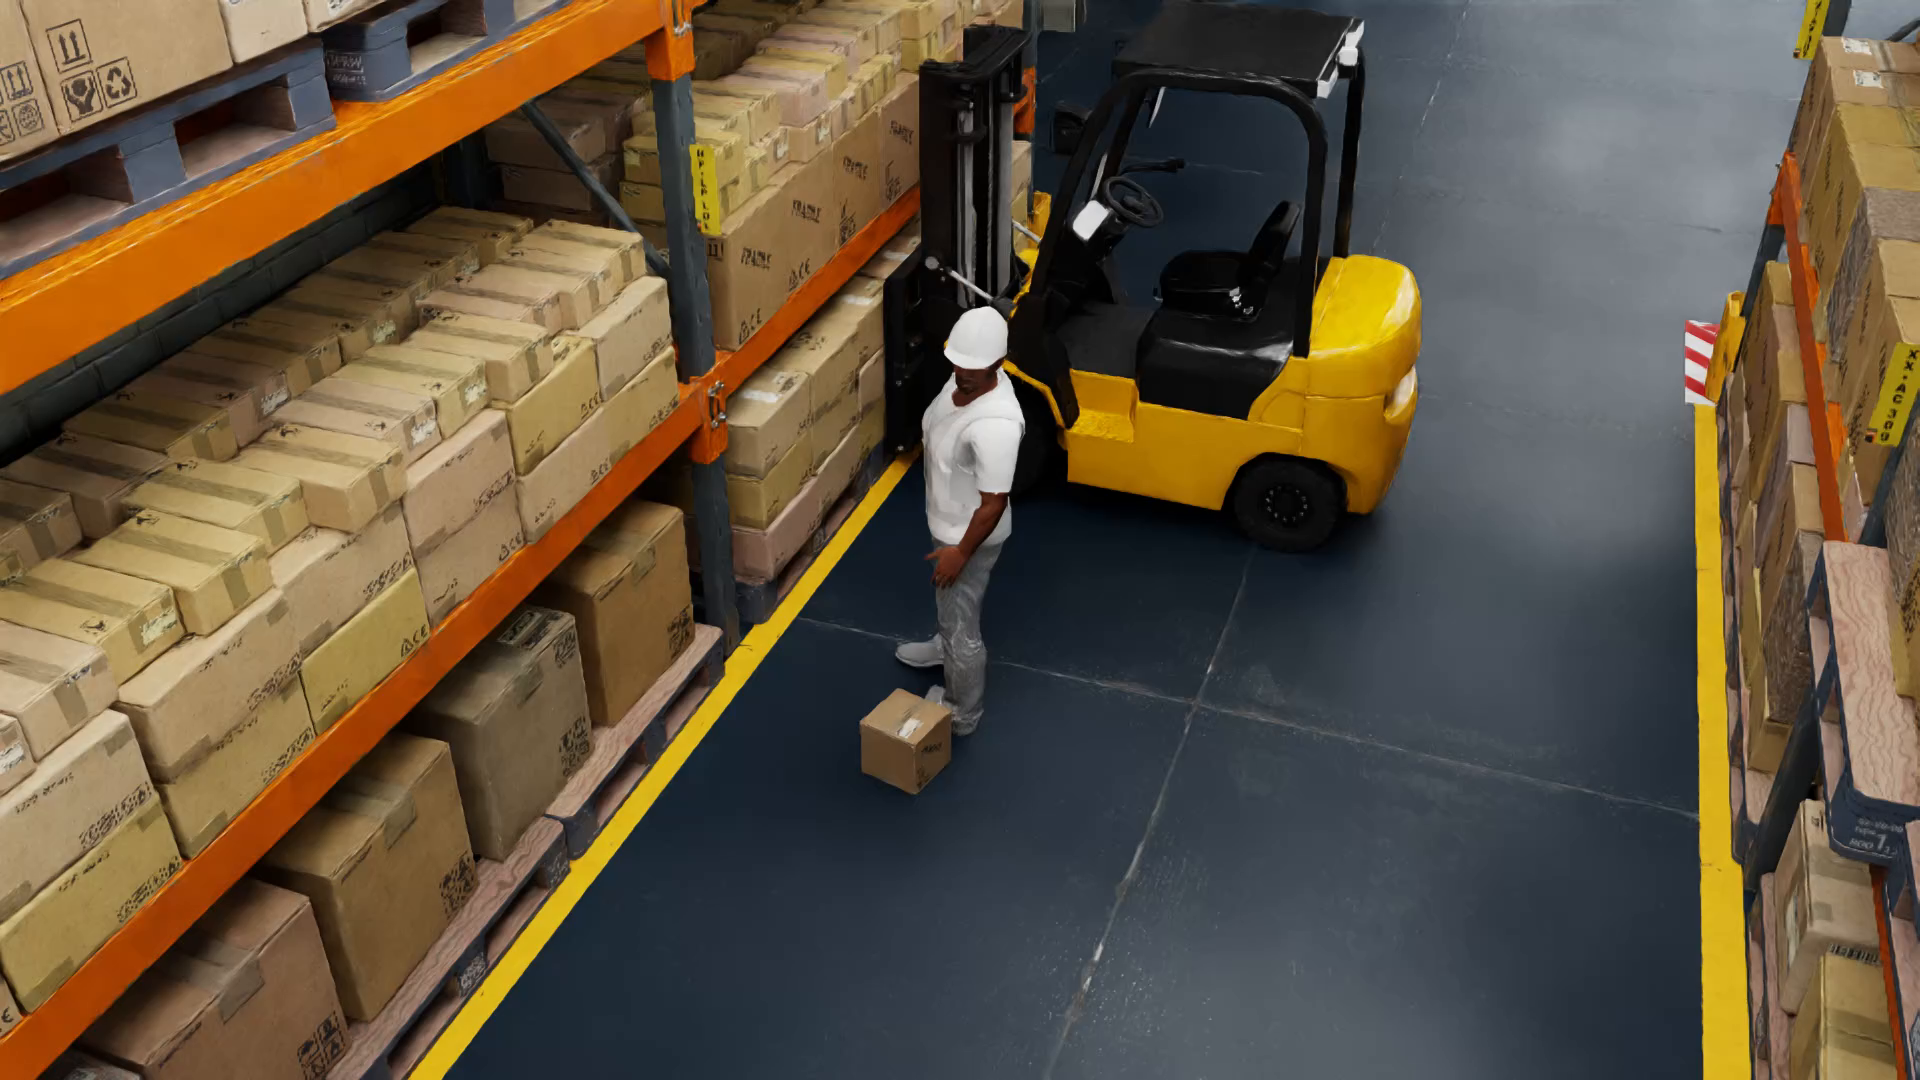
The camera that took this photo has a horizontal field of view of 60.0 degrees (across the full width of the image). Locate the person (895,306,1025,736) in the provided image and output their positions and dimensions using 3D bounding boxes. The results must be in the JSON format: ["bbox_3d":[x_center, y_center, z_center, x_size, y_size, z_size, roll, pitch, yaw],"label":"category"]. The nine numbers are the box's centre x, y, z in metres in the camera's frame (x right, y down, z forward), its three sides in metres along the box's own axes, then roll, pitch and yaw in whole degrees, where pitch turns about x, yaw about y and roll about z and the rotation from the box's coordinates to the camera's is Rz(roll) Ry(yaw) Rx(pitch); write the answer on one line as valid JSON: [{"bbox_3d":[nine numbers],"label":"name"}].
[{"bbox_3d":[-0.020,-0.087,6.248,0.471,1.767,0.666,-2,33,-3],"label":"person"}]
